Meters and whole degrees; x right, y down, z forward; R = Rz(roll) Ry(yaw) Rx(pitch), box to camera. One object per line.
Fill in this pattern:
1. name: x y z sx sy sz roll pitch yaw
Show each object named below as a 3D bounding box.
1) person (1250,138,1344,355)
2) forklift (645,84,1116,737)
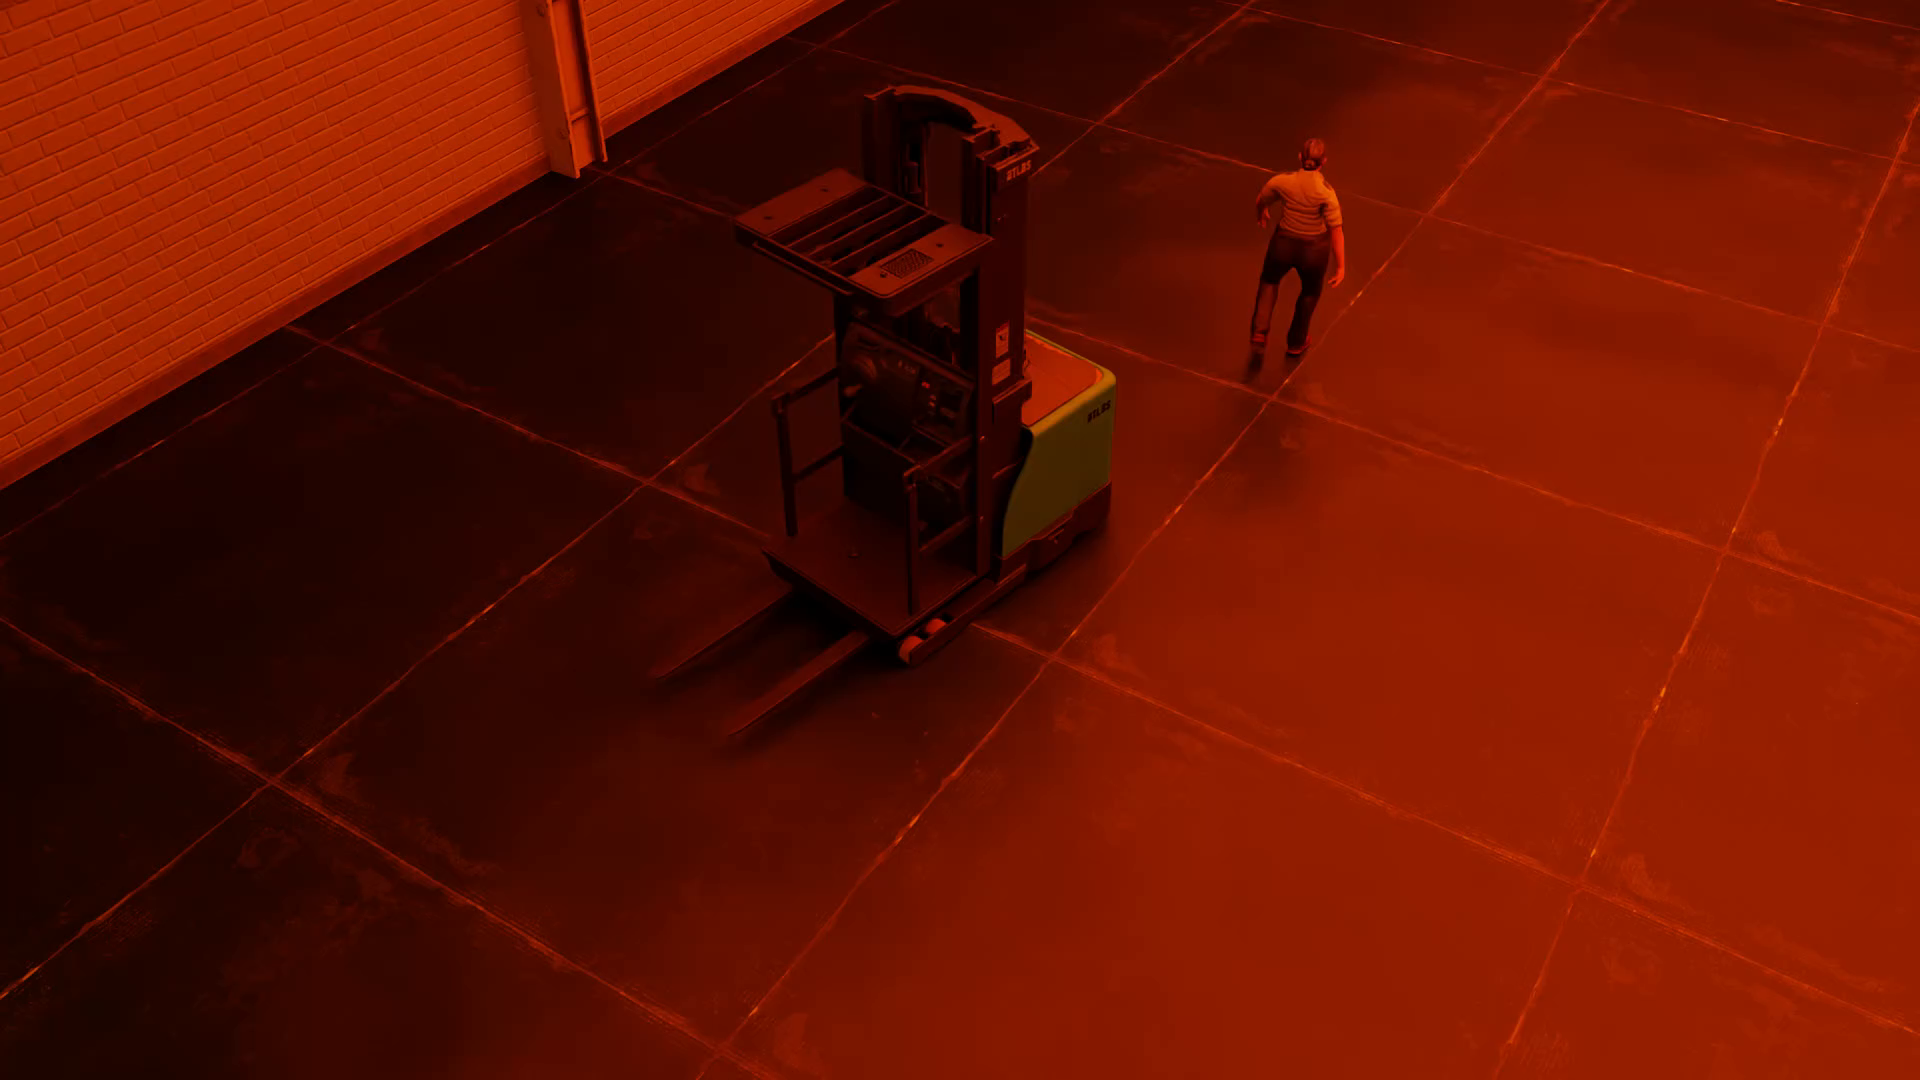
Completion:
1. person: 2.288 -1.957 11.288 0.719 1.633 0.557 17 43 19
2. forklift: -0.438 -0.786 8.894 1.130 2.935 3.031 31 49 31
